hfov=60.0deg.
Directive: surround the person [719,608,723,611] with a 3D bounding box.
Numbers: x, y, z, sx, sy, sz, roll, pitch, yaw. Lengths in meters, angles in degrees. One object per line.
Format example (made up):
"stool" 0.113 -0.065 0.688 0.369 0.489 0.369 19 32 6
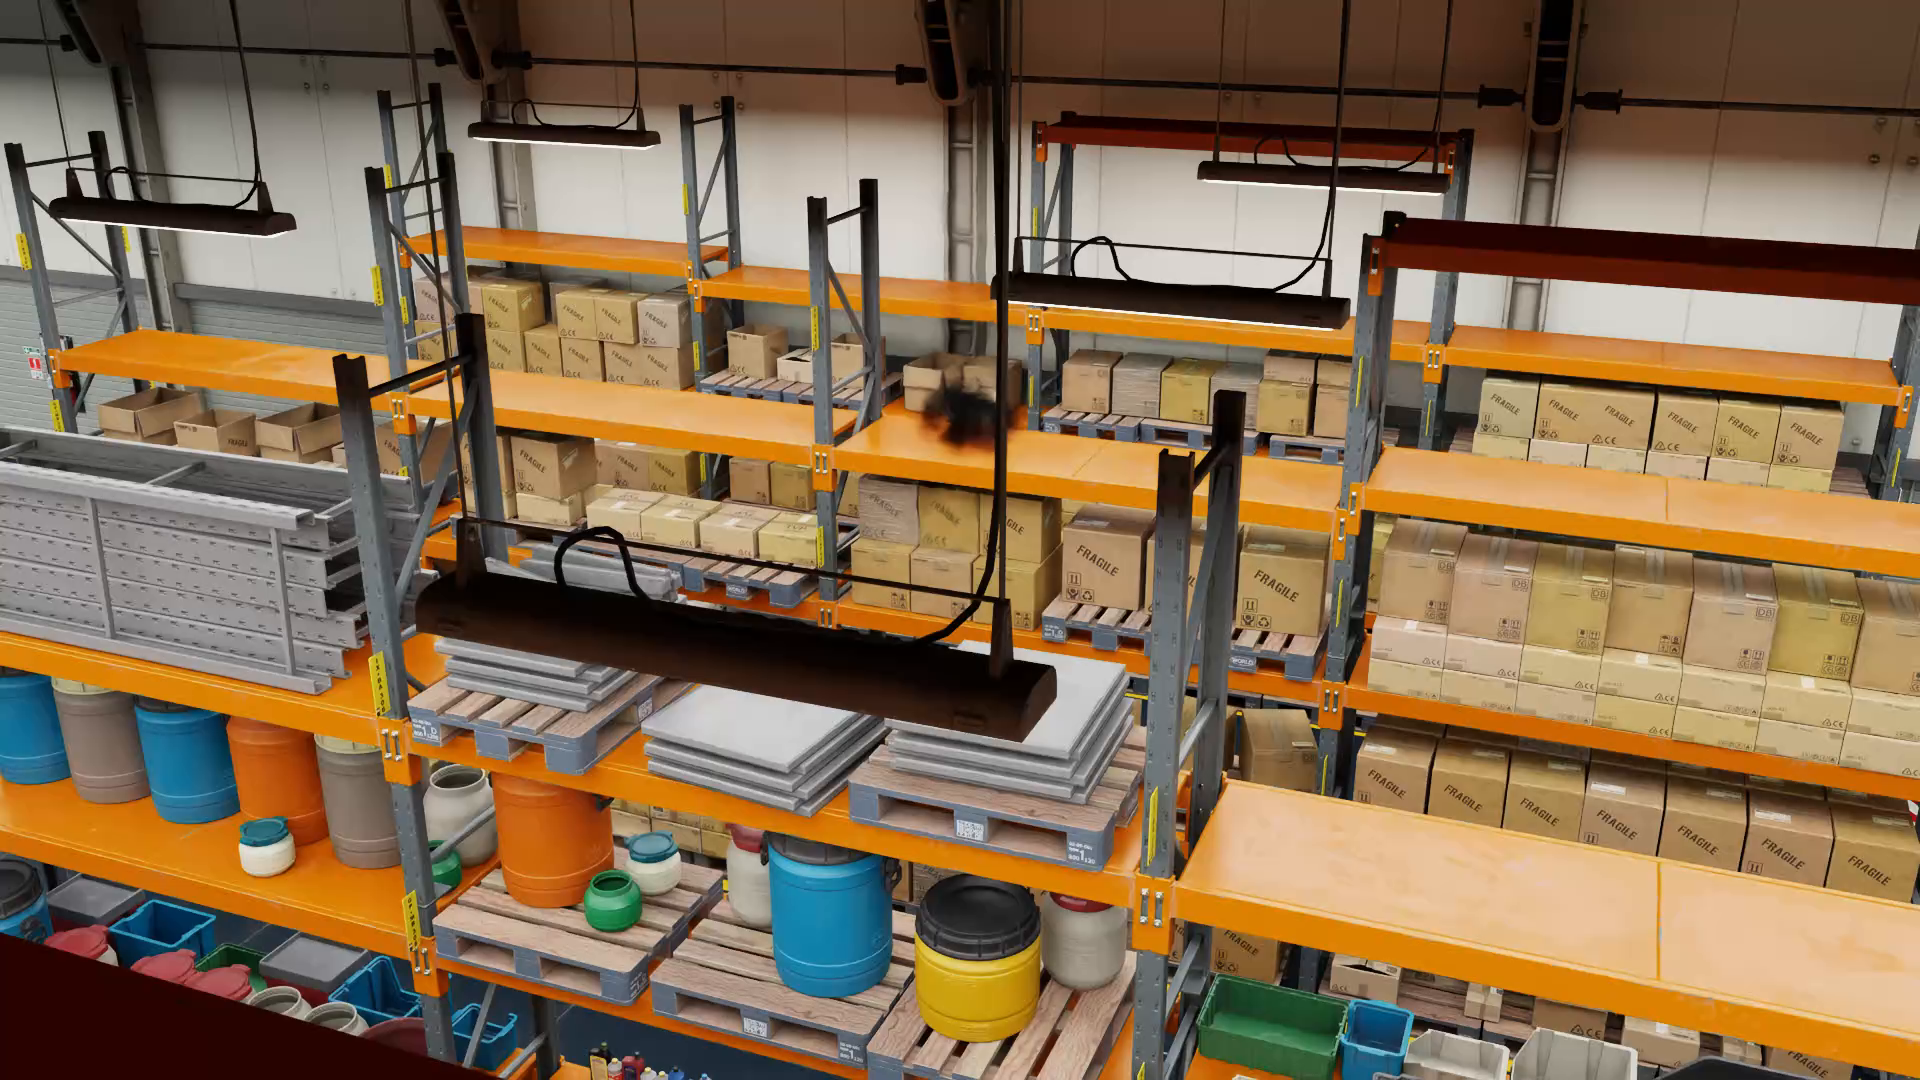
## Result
"person" -2.795 1.107 16.930 0.609 1.734 0.657 8 22 19
